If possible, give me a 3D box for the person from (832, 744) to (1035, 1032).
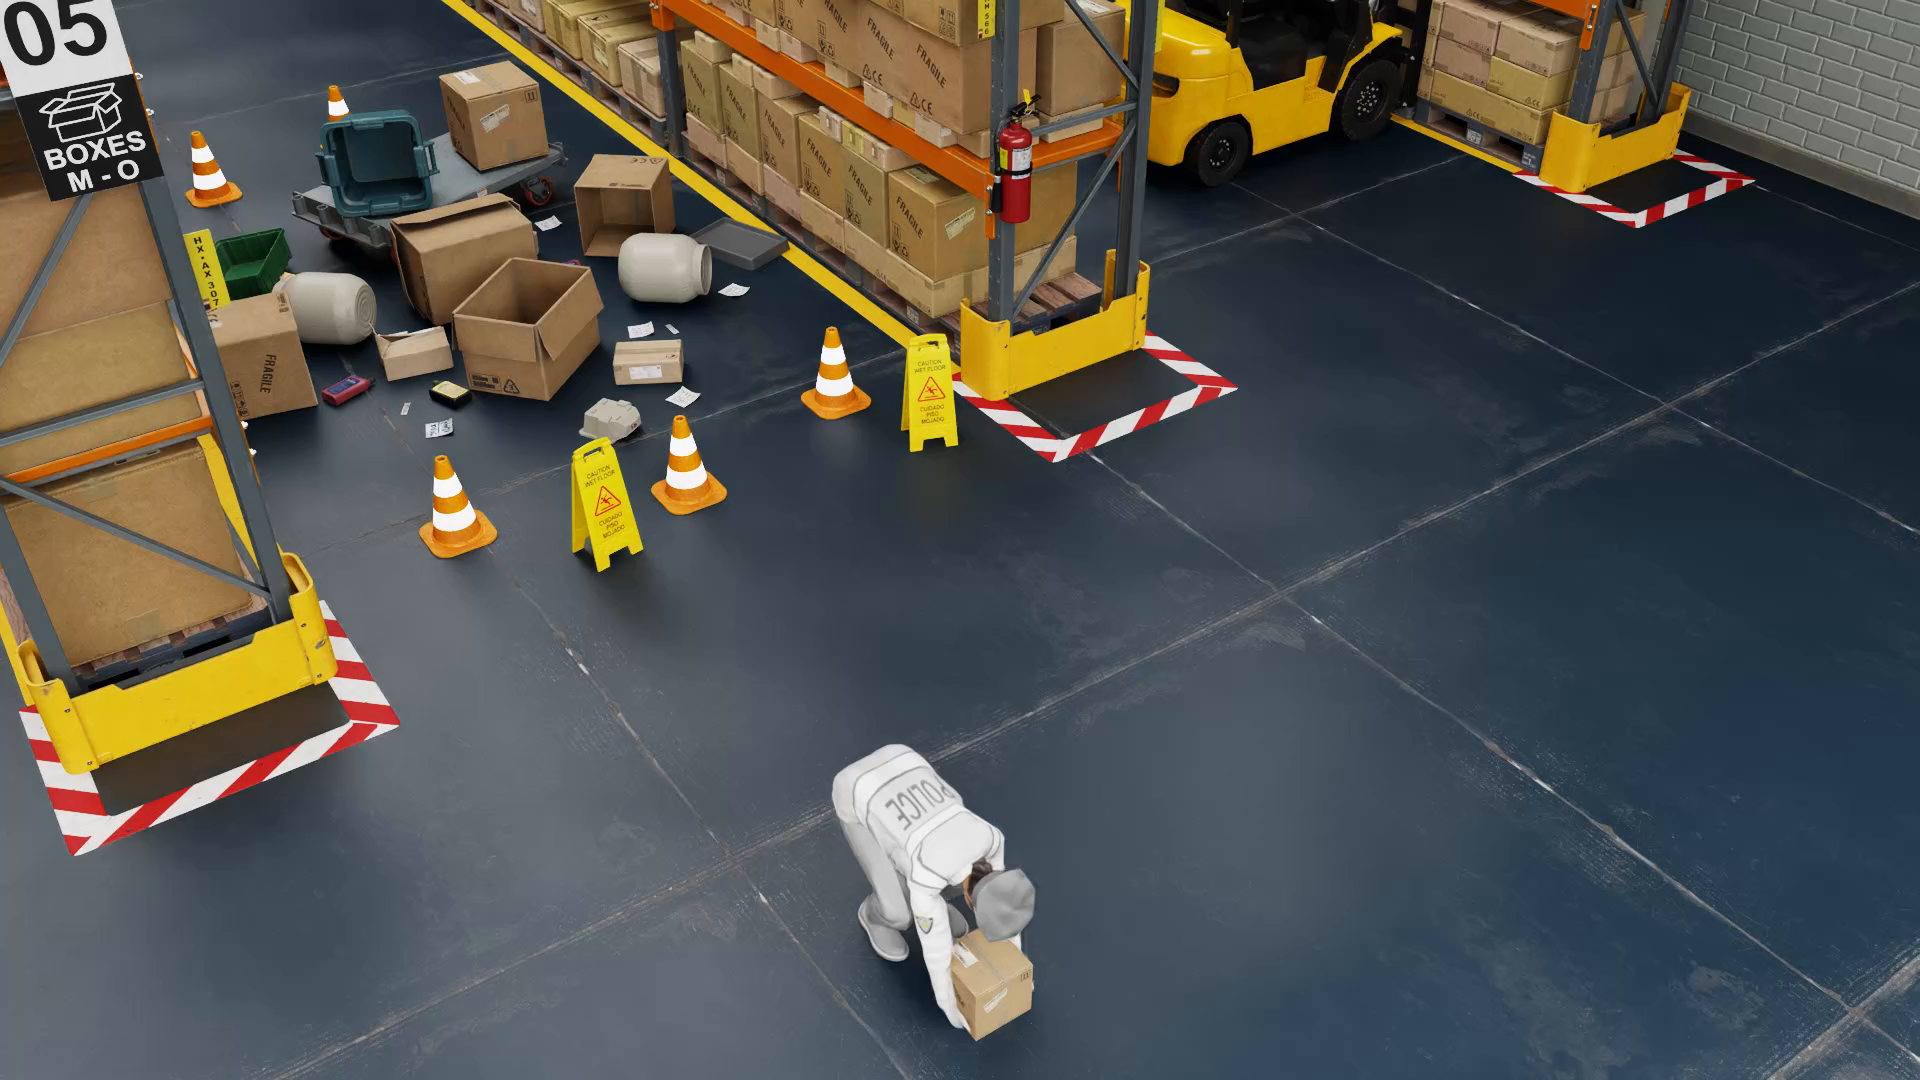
[{"bbox_3d":[-0.100,1.251,6.075,0.452,0.801,0.905,-24,43,-29],"label":"person"}]
